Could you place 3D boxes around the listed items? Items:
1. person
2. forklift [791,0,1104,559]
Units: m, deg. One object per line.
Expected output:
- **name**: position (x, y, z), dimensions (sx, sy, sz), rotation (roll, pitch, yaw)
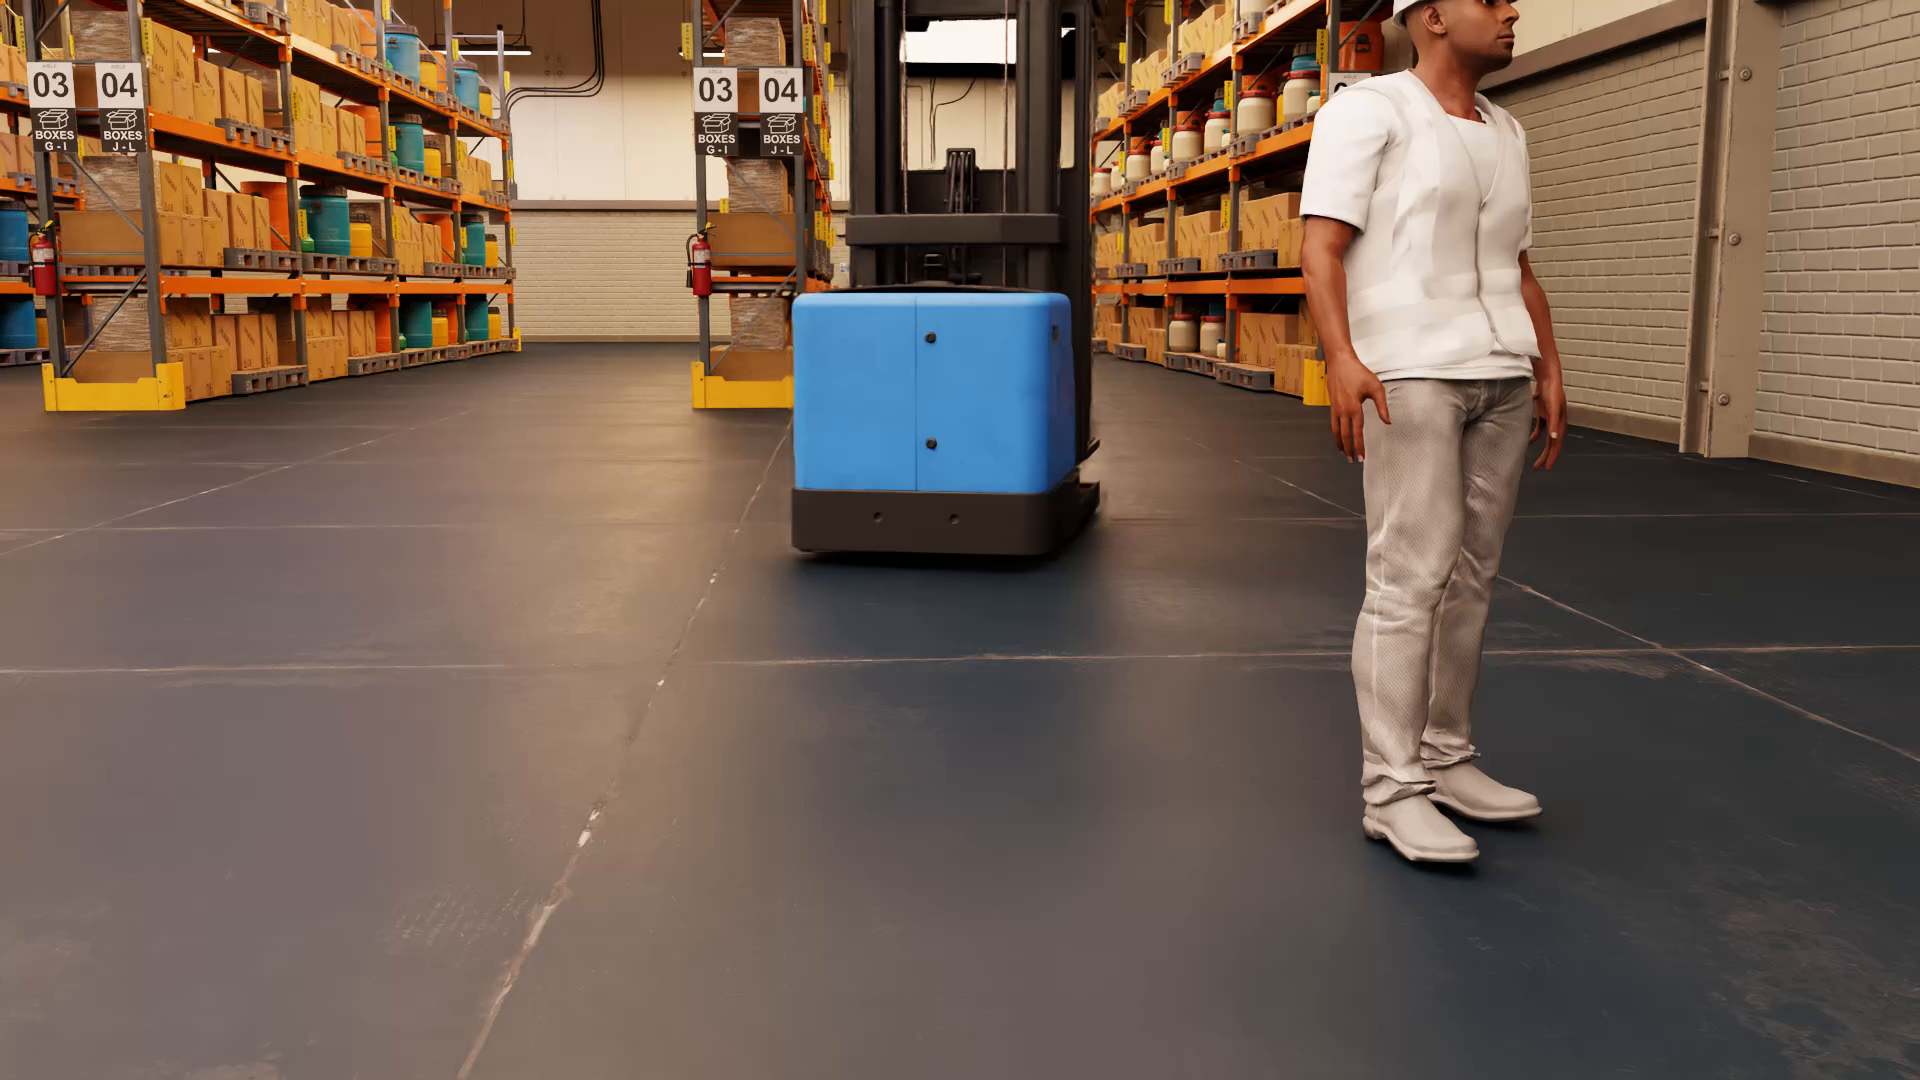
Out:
- **person**: position (1.017, -0.309, 3.327), dimensions (0.665, 1.766, 0.577), rotation (-5, 10, -32)
- **forklift**: position (0.083, -1.548, 7.757), dimensions (1.130, 2.935, 3.031), rotation (1, 9, 10)
